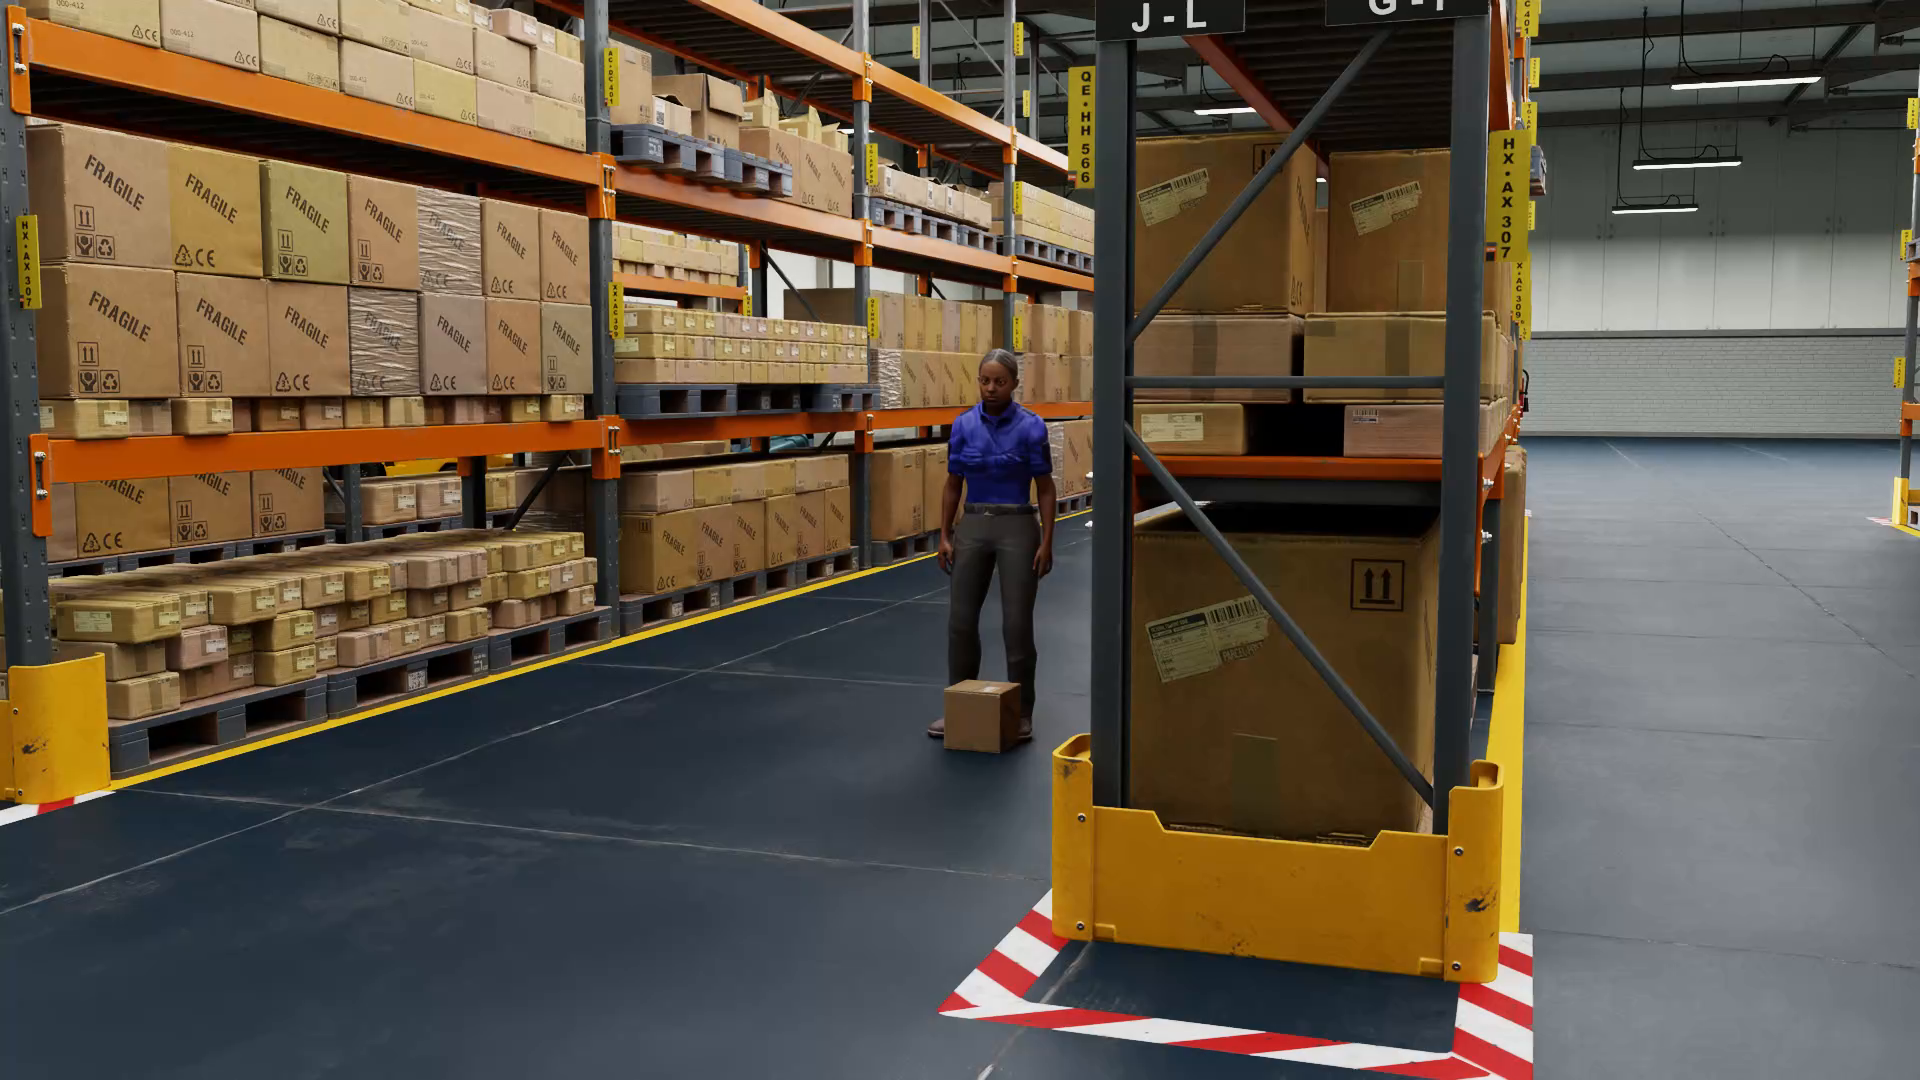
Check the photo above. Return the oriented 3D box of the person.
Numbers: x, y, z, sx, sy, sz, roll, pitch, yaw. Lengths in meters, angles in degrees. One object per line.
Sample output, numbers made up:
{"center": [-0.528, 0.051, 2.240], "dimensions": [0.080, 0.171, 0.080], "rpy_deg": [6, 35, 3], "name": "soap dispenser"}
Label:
{"center": [0.145, 0.015, 7.109], "dimensions": [0.530, 1.656, 0.347], "rpy_deg": [2, 6, 16], "name": "person"}
